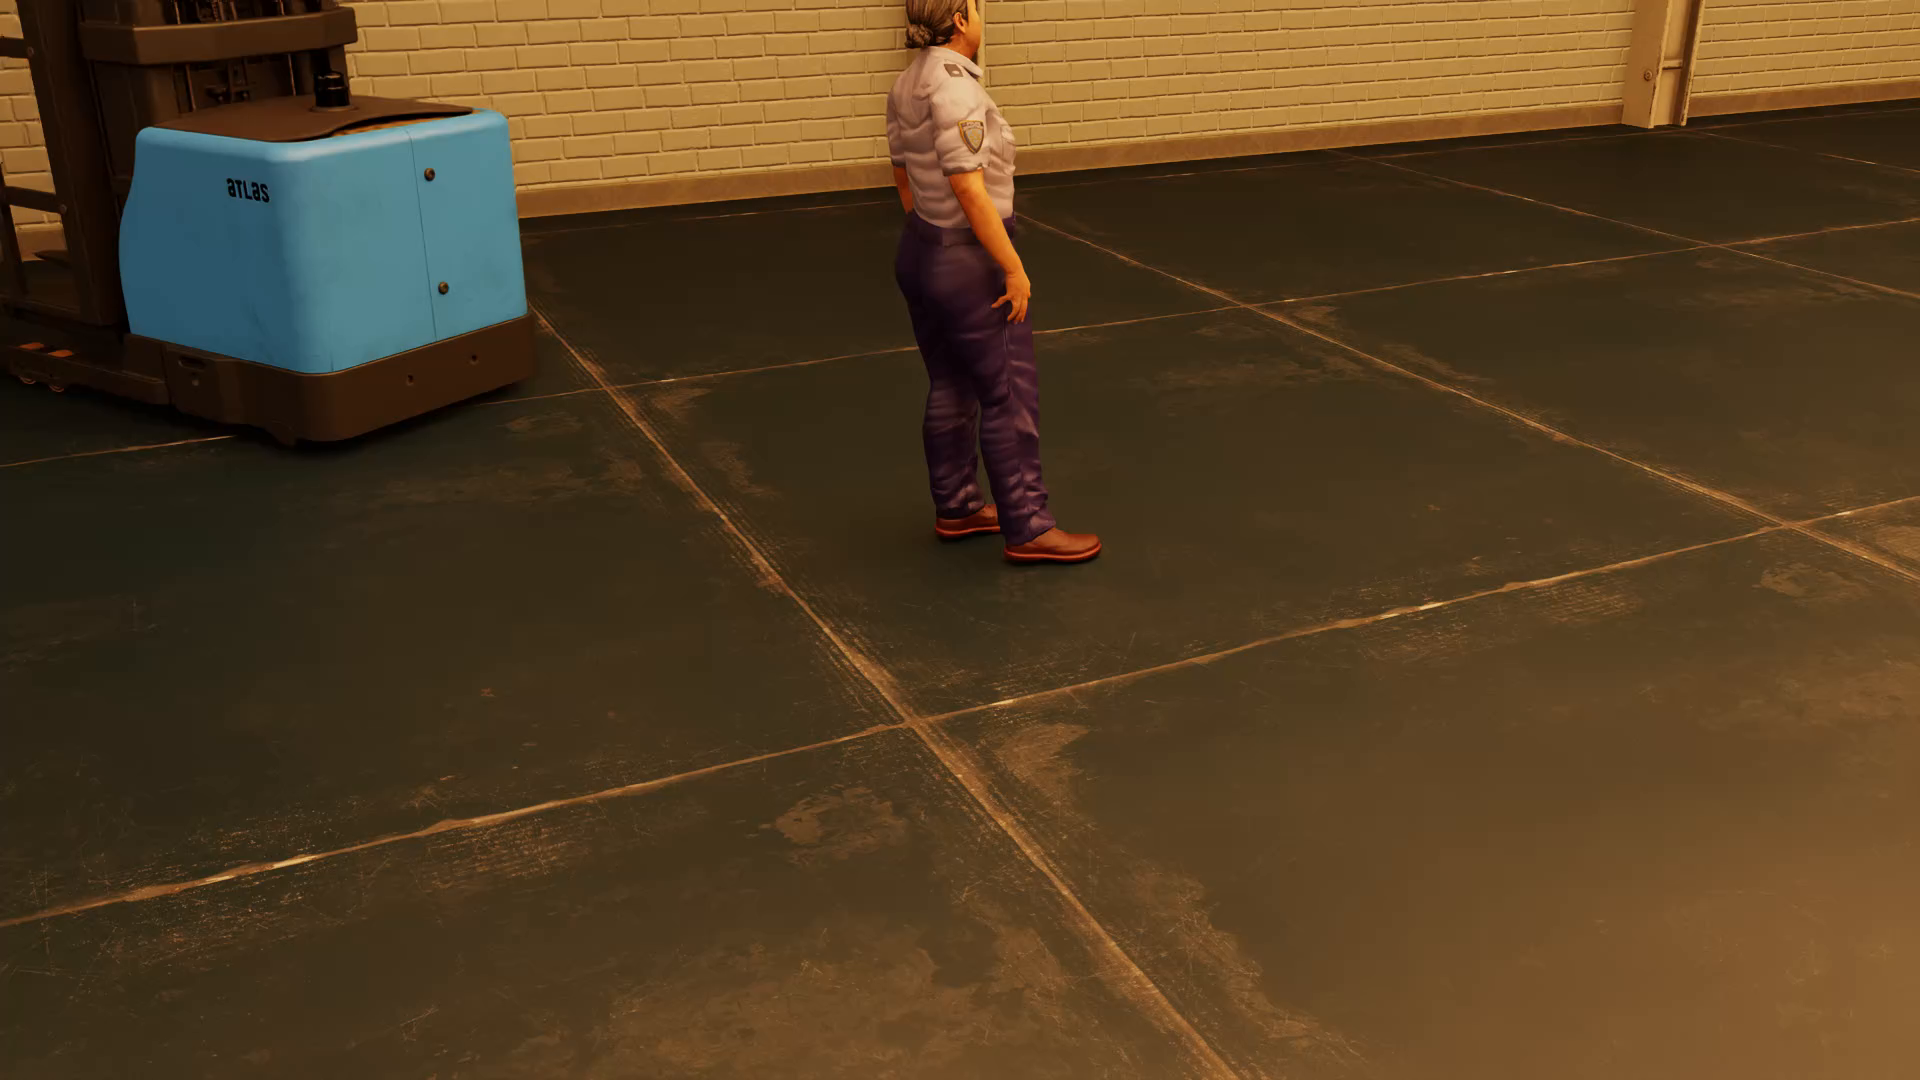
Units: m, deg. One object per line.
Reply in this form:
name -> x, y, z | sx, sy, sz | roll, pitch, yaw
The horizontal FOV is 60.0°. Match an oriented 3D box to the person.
person -> 0.091, -0.774, 4.804 | 0.502, 1.651, 0.598 | -10, 25, -23

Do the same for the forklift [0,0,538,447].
forklift -> -3.171, -2.086, 6.308 | 3.031, 2.935, 1.130 | 13, 26, 29
